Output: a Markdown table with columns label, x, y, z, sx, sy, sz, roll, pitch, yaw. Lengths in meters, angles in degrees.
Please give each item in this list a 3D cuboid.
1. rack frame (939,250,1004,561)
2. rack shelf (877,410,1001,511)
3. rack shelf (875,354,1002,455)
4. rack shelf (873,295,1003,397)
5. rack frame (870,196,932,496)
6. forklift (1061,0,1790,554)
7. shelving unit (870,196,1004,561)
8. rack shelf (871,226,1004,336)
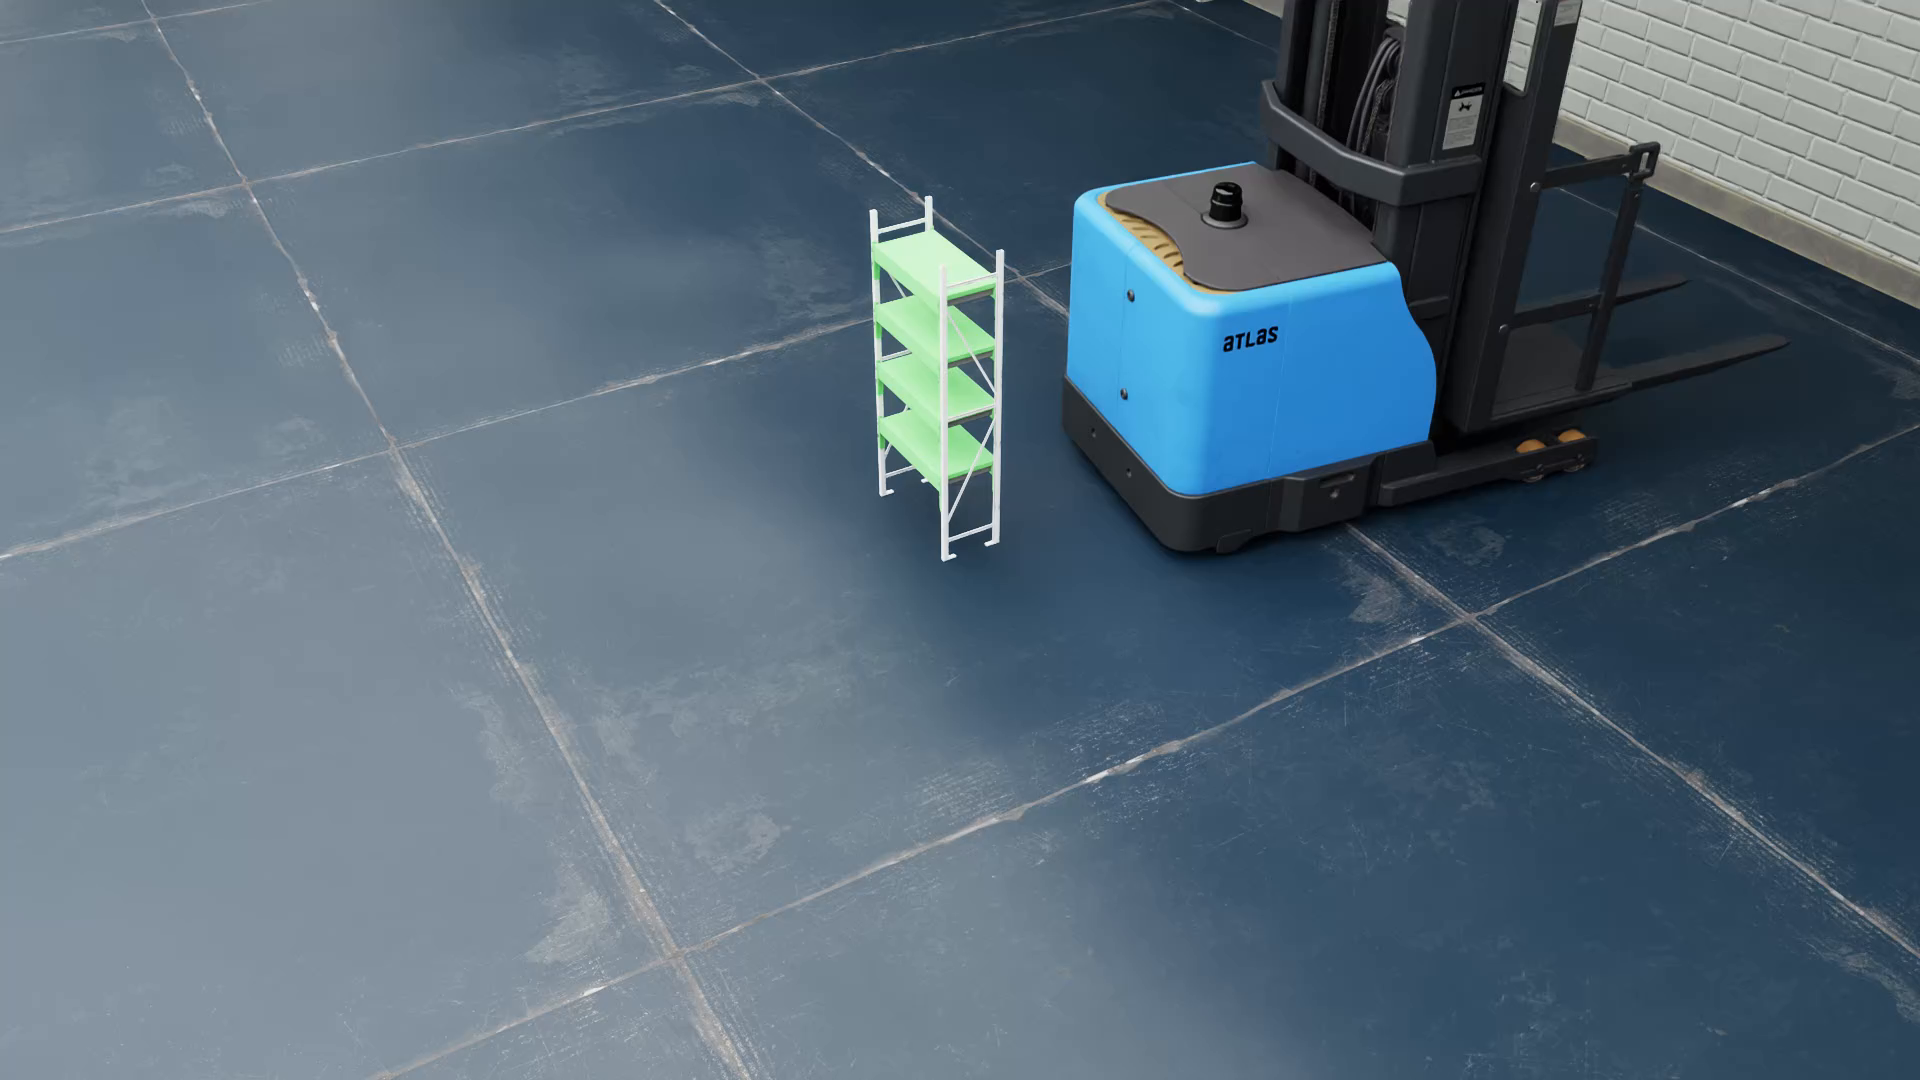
| label | x | y | z | sx | sy | sz | roll | pitch | yaw |
| --- | --- | --- | --- | --- | --- | --- | --- | --- | --- |
| rack frame | 0.039 | -0.445 | 5.841 | 0.240 | 1.200 | 0.015 | -19 | 40 | -24 |
| rack shelf | -0.083 | -0.324 | 6.191 | 0.258 | 0.148 | 0.480 | -19 | 40 | -24 |
| rack shelf | -0.083 | -0.517 | 6.049 | 0.258 | 0.148 | 0.480 | -19 | 40 | -24 |
| rack shelf | -0.083 | -0.711 | 5.908 | 0.258 | 0.148 | 0.480 | -19 | 40 | -24 |
| rack frame | -0.206 | -0.693 | 6.182 | 0.240 | 1.200 | 0.015 | -19 | 40 | -24 |
| forklift | 1.980 | -1.686 | 6.074 | 3.031 | 2.935 | 1.130 | -14 | 38 | -18 |
| shelving unit | -0.083 | -0.569 | 6.012 | 0.258 | 1.200 | 0.503 | -19 | 40 | -24 |
| rack shelf | -0.083 | -0.905 | 5.766 | 0.258 | 0.148 | 0.480 | -19 | 40 | -24 |
